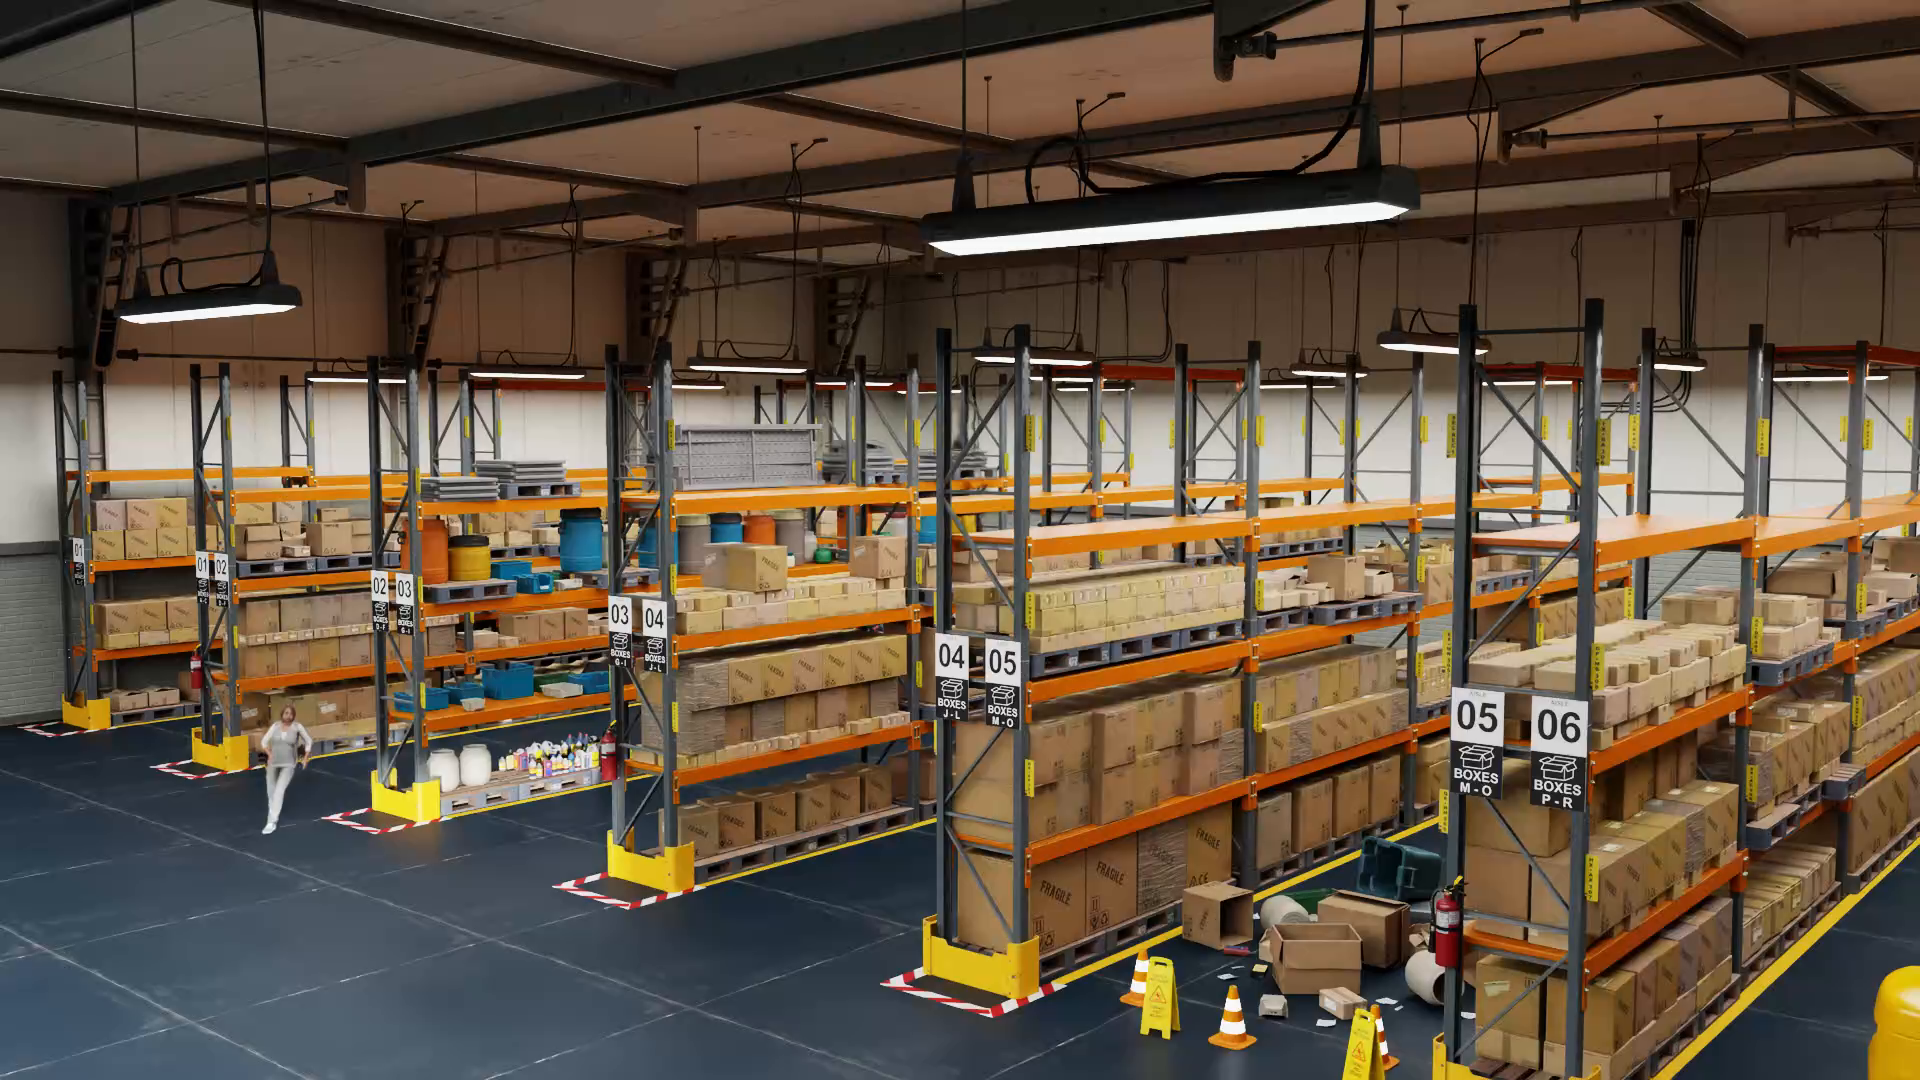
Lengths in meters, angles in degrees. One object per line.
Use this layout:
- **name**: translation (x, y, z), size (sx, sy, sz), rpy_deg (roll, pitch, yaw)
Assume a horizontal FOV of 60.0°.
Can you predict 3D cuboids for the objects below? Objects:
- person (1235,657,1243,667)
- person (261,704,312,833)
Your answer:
- **person**: translation (4.175, 2.513, 24.695), size (0.705, 1.758, 0.903), rpy_deg (2, 5, 30)
- **person**: translation (-8.516, 2.851, 21.000), size (0.606, 1.564, 0.799), rpy_deg (-1, 4, -9)
